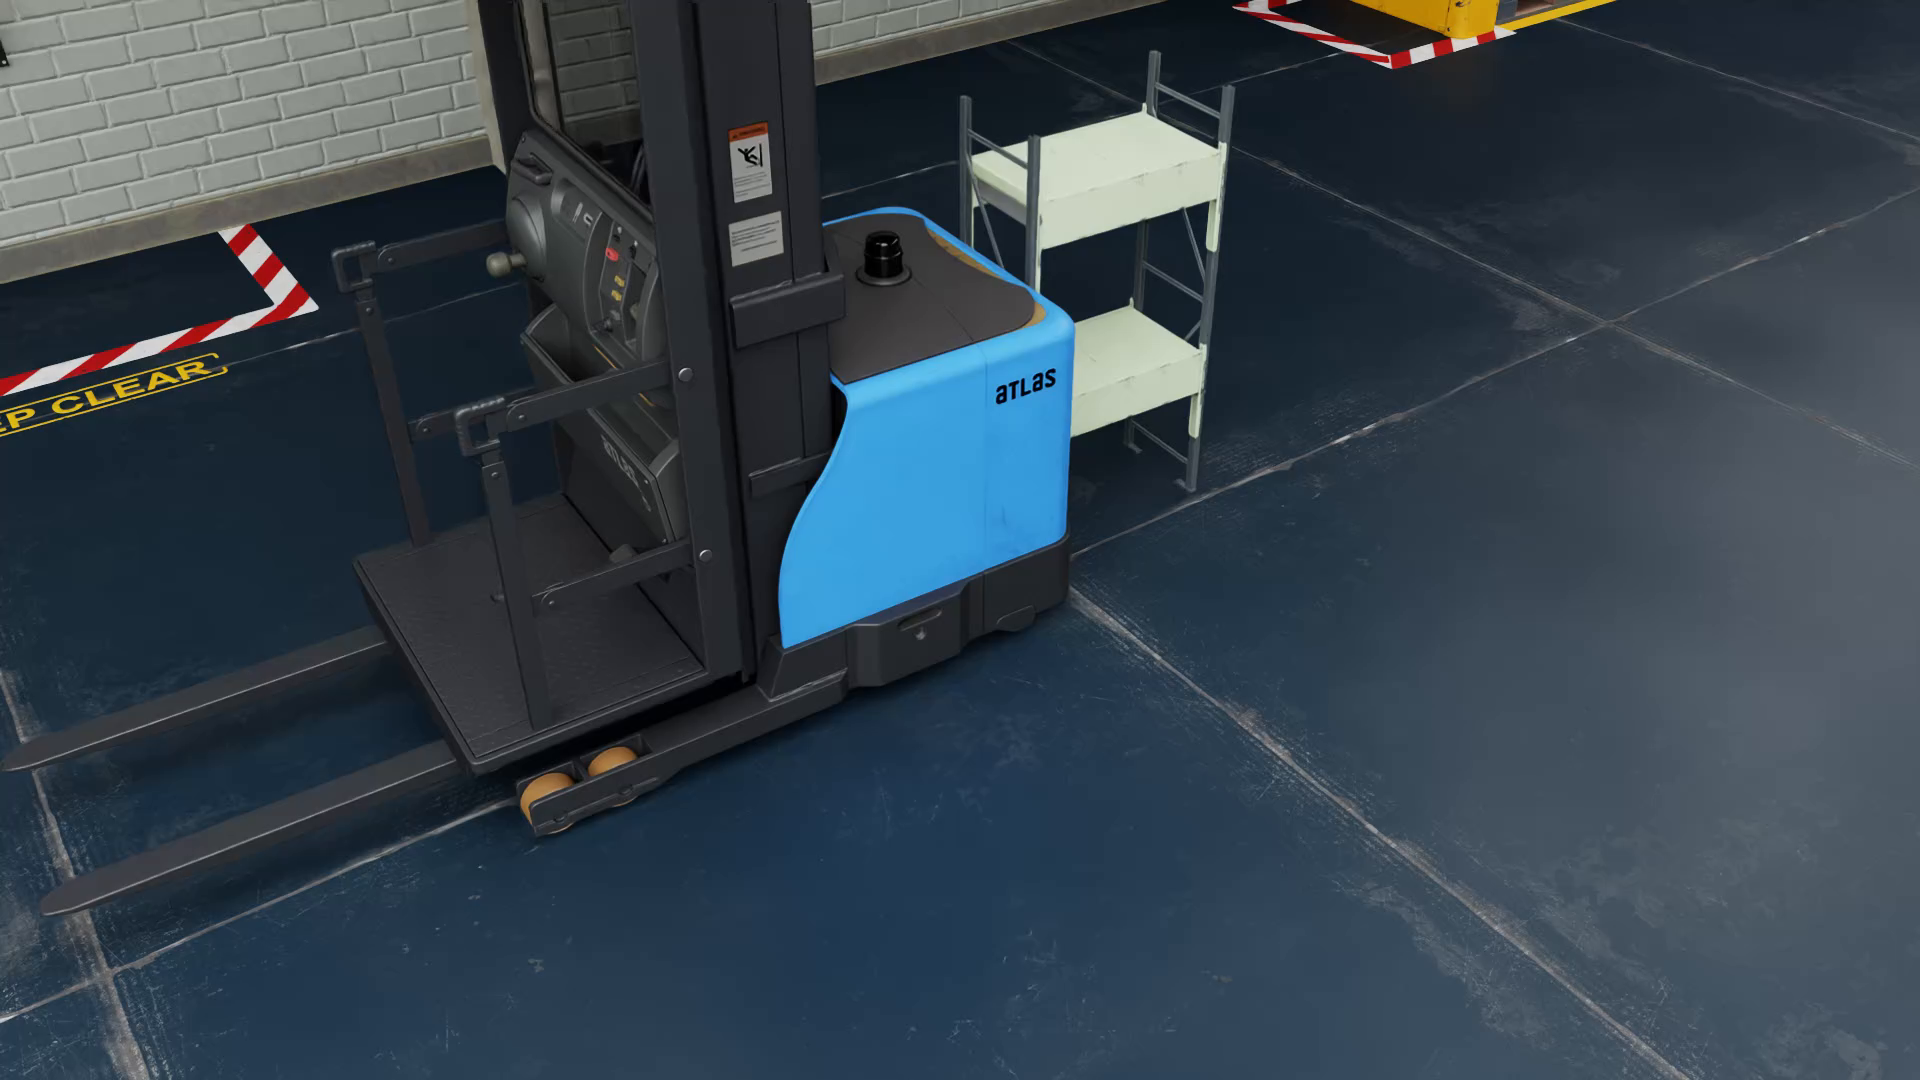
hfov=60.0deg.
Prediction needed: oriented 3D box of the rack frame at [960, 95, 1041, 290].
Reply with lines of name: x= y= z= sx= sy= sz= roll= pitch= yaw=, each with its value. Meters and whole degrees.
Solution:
rack frame: x=0.116 y=-0.645 z=5.363 sx=0.023 sy=1.500 sz=0.400 roll=-21 pitch=41 yaw=-26

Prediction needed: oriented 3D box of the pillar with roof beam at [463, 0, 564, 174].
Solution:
pillar with roof beam: x=0.360 y=-3.503 z=2.914 sx=0.400 sy=9.000 sz=9.100 roll=-22 pitch=41 yaw=-28

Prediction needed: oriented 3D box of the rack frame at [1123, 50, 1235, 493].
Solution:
rack frame: x=0.730 y=-0.878 z=5.686 sx=0.023 sy=1.500 sz=0.400 roll=-21 pitch=41 yaw=-26

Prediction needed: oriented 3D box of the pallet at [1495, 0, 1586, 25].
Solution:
pallet: x=3.457 y=-3.642 z=10.633 sx=1.213 sy=0.211 sz=1.003 roll=-22 pitch=41 yaw=-28

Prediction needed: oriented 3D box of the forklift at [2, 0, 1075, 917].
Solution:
forklift: x=-1.164 y=-0.729 z=4.254 sx=3.031 sy=2.935 sz=1.130 roll=-21 pitch=41 yaw=-26

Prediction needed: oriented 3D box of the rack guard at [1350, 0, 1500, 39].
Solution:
rack guard: x=2.772 y=-3.503 z=10.192 sx=0.348 sy=0.500 sz=1.175 roll=-22 pitch=41 yaw=-28

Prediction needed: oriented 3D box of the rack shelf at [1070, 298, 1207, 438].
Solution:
rack shelf: x=0.423 y=-0.497 z=5.715 sx=0.720 sy=0.370 sz=0.431 roll=-21 pitch=41 yaw=-26

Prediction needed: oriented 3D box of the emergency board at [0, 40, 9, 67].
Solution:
emergency board: x=-4.162 y=-2.309 z=6.392 sx=0.643 sy=1.169 sz=0.194 roll=-22 pitch=41 yaw=-28

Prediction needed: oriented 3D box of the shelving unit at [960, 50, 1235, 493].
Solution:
shelving unit: x=0.423 y=-0.762 z=5.525 sx=0.755 sy=1.500 sz=0.431 roll=-21 pitch=41 yaw=-26

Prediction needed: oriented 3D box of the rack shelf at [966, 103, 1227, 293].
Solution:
rack shelf: x=0.423 y=-1.079 z=5.297 sx=0.720 sy=0.370 sz=0.431 roll=-21 pitch=41 yaw=-26
